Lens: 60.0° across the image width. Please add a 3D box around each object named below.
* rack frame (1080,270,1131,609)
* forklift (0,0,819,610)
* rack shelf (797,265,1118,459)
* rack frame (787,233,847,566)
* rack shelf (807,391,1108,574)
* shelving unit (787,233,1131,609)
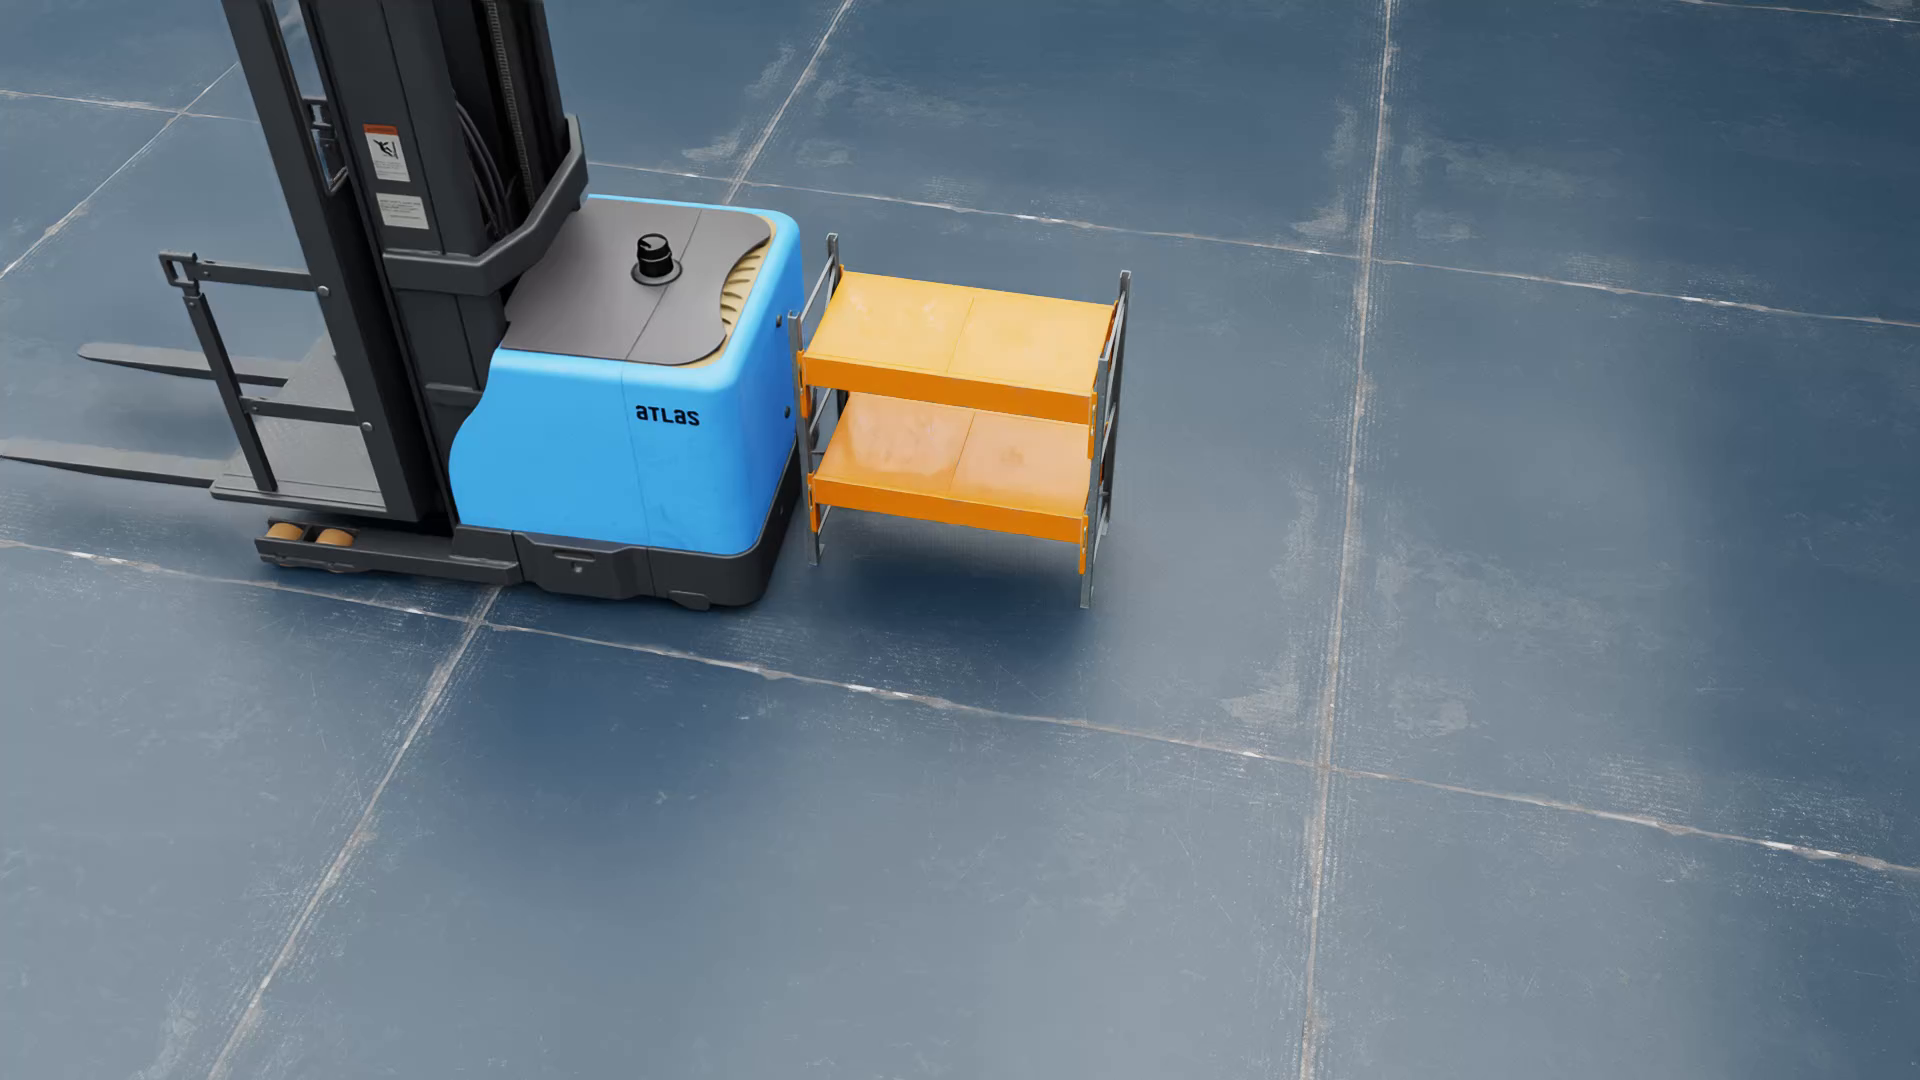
[{"bbox_3d":[0.503,-0.327,5.779,0.032,1.125,0.500,9,45,9],"label":"rack frame"},{"bbox_3d":[-2.121,-1.289,5.475,3.031,2.935,1.130,7,44,7],"label":"forklift"},{"bbox_3d":[0.007,-0.615,5.656,1.000,0.278,0.538,9,45,9],"label":"rack shelf"},{"bbox_3d":[-0.489,-0.481,5.939,0.032,1.125,0.500,9,45,9],"label":"rack frame"},{"bbox_3d":[0.007,-0.228,6.028,1.000,0.278,0.538,9,45,9],"label":"rack shelf"},{"bbox_3d":[0.007,-0.404,5.859,1.048,1.125,0.538,9,45,9],"label":"shelving unit"}]
